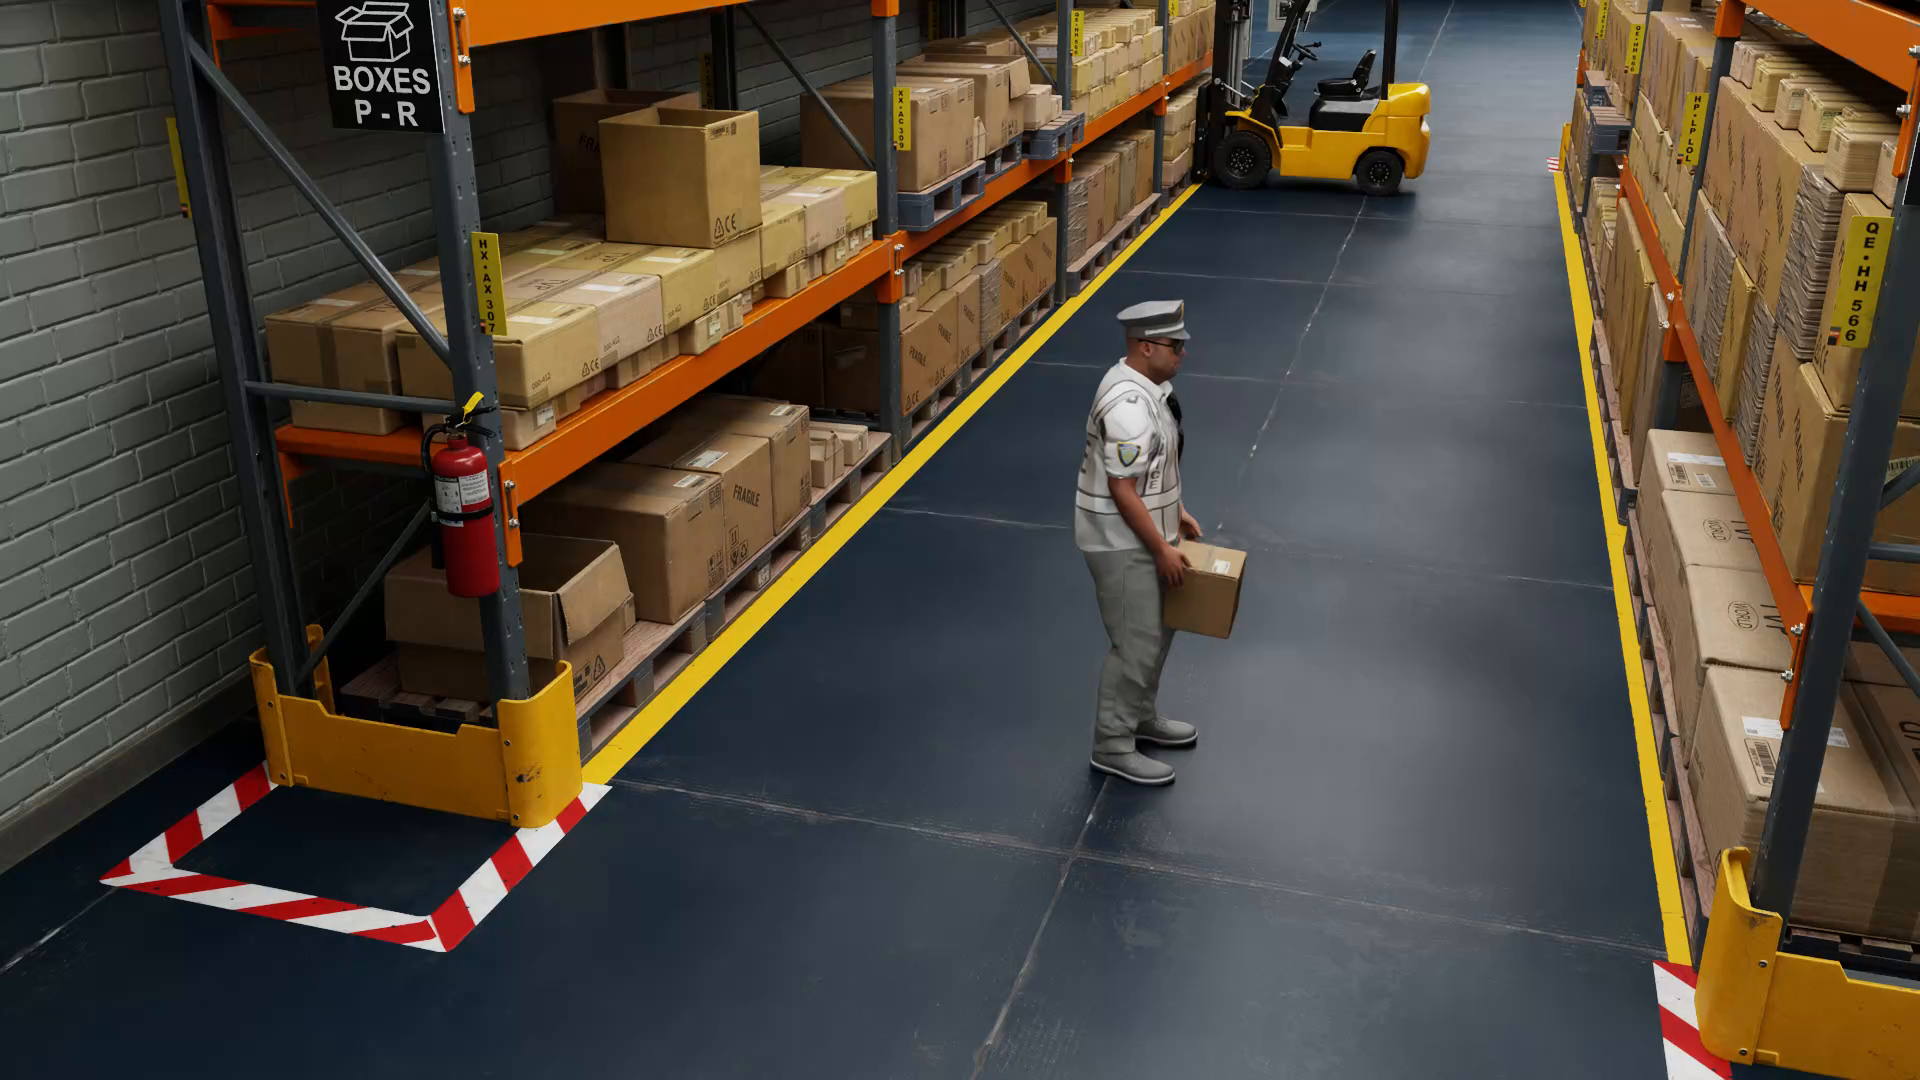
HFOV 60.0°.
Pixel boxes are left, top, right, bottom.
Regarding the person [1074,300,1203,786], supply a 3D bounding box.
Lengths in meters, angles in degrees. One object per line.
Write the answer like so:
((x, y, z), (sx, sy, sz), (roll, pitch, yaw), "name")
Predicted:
((0.664, -0.013, 6.091), (0.470, 1.763, 0.547), (6, 23, 15), "person")
